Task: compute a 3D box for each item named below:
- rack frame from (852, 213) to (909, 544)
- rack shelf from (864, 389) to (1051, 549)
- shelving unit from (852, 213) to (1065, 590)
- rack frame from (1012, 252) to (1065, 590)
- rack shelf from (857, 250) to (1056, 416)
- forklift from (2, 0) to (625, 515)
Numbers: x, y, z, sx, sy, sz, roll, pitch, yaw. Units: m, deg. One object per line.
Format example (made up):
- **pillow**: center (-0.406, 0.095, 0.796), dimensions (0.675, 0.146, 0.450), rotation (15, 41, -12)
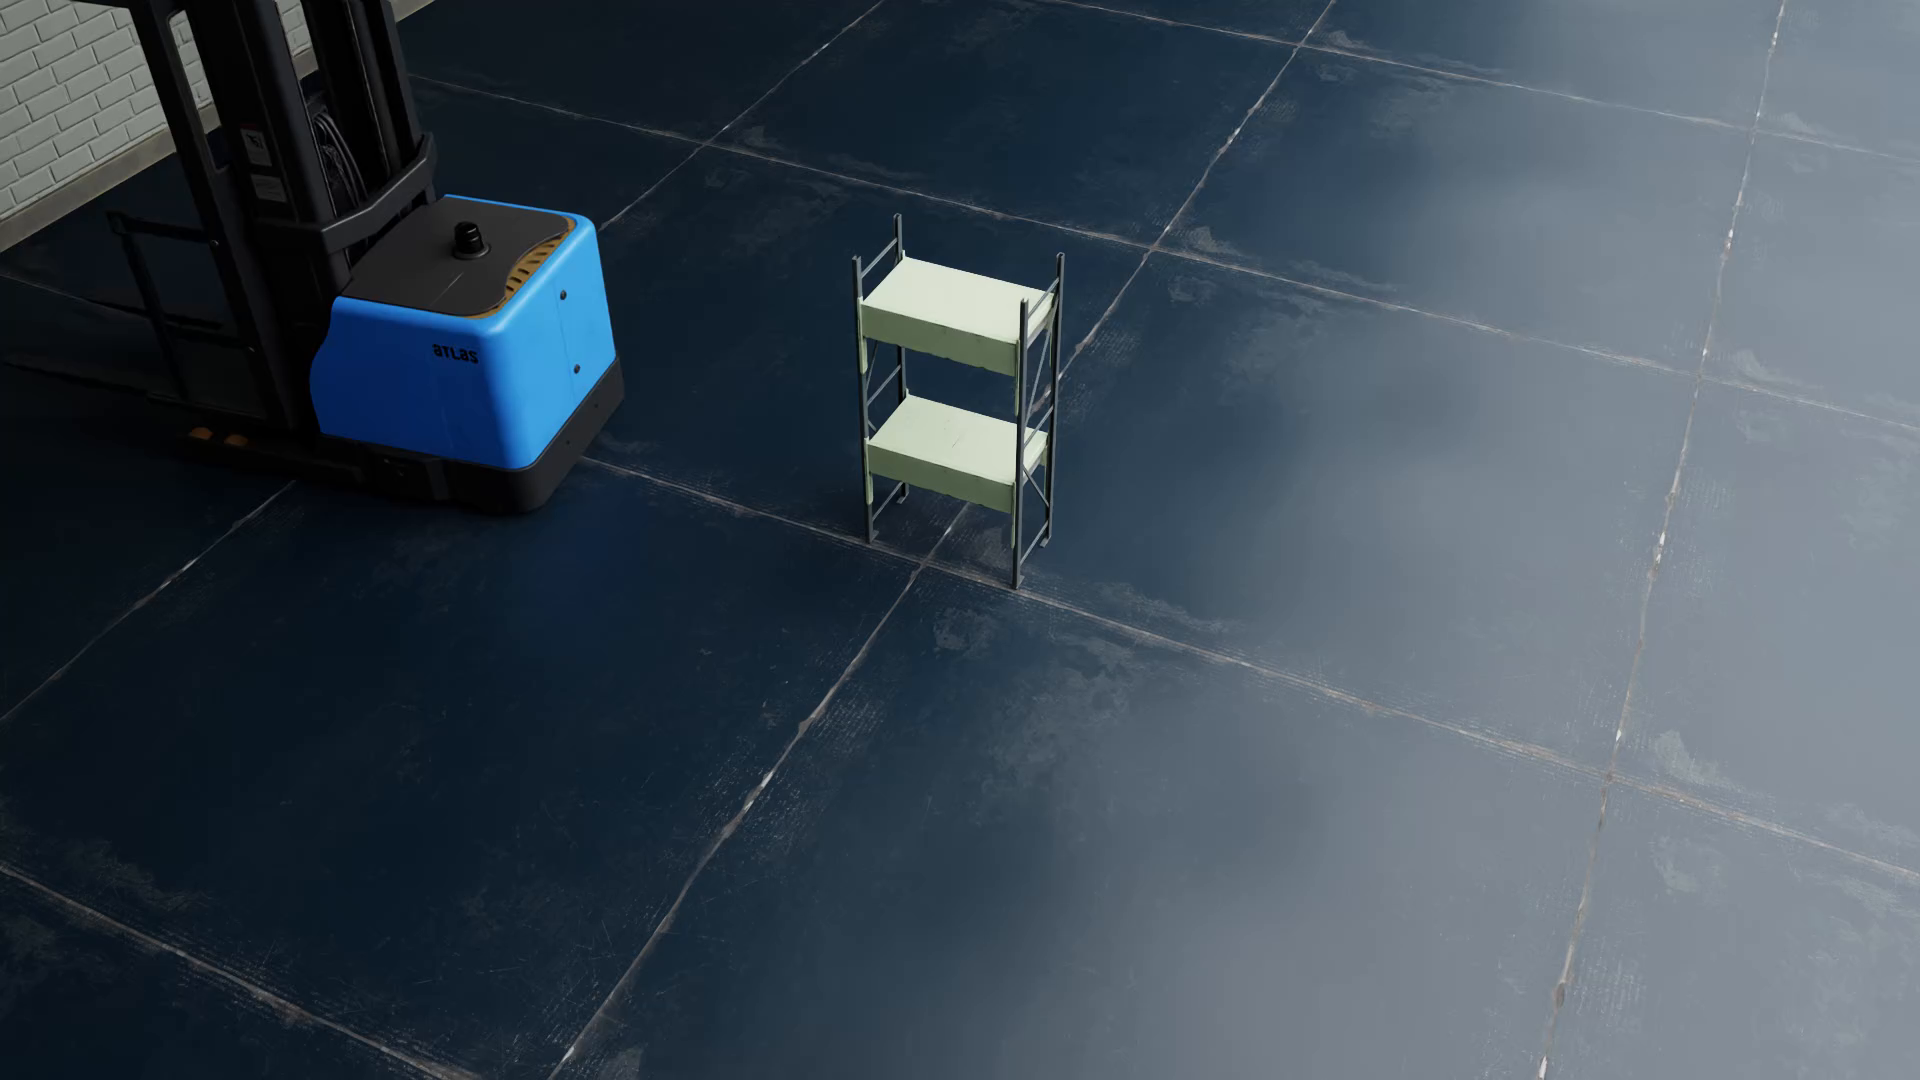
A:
- **rack frame**: center (-0.338, -0.670, 7.262), dimensions (0.023, 1.500, 0.400), rotation (17, 44, 19)
- **rack shelf**: center (-0.006, -0.322, 7.358), dimensions (0.720, 0.370, 0.431), rotation (17, 44, 19)
- **shelving unit**: center (-0.006, -0.569, 7.145), dimensions (0.755, 1.500, 0.431), rotation (17, 44, 19)
- **rack frame**: center (0.326, -0.467, 7.028), dimensions (0.023, 1.500, 0.400), rotation (17, 44, 19)
- **rack shelf**: center (-0.006, -0.863, 6.889), dimensions (0.720, 0.370, 0.431), rotation (17, 44, 19)
- **forklift**: center (-3.259, -1.773, 7.441), dimensions (3.031, 2.935, 1.130), rotation (11, 42, 12)
